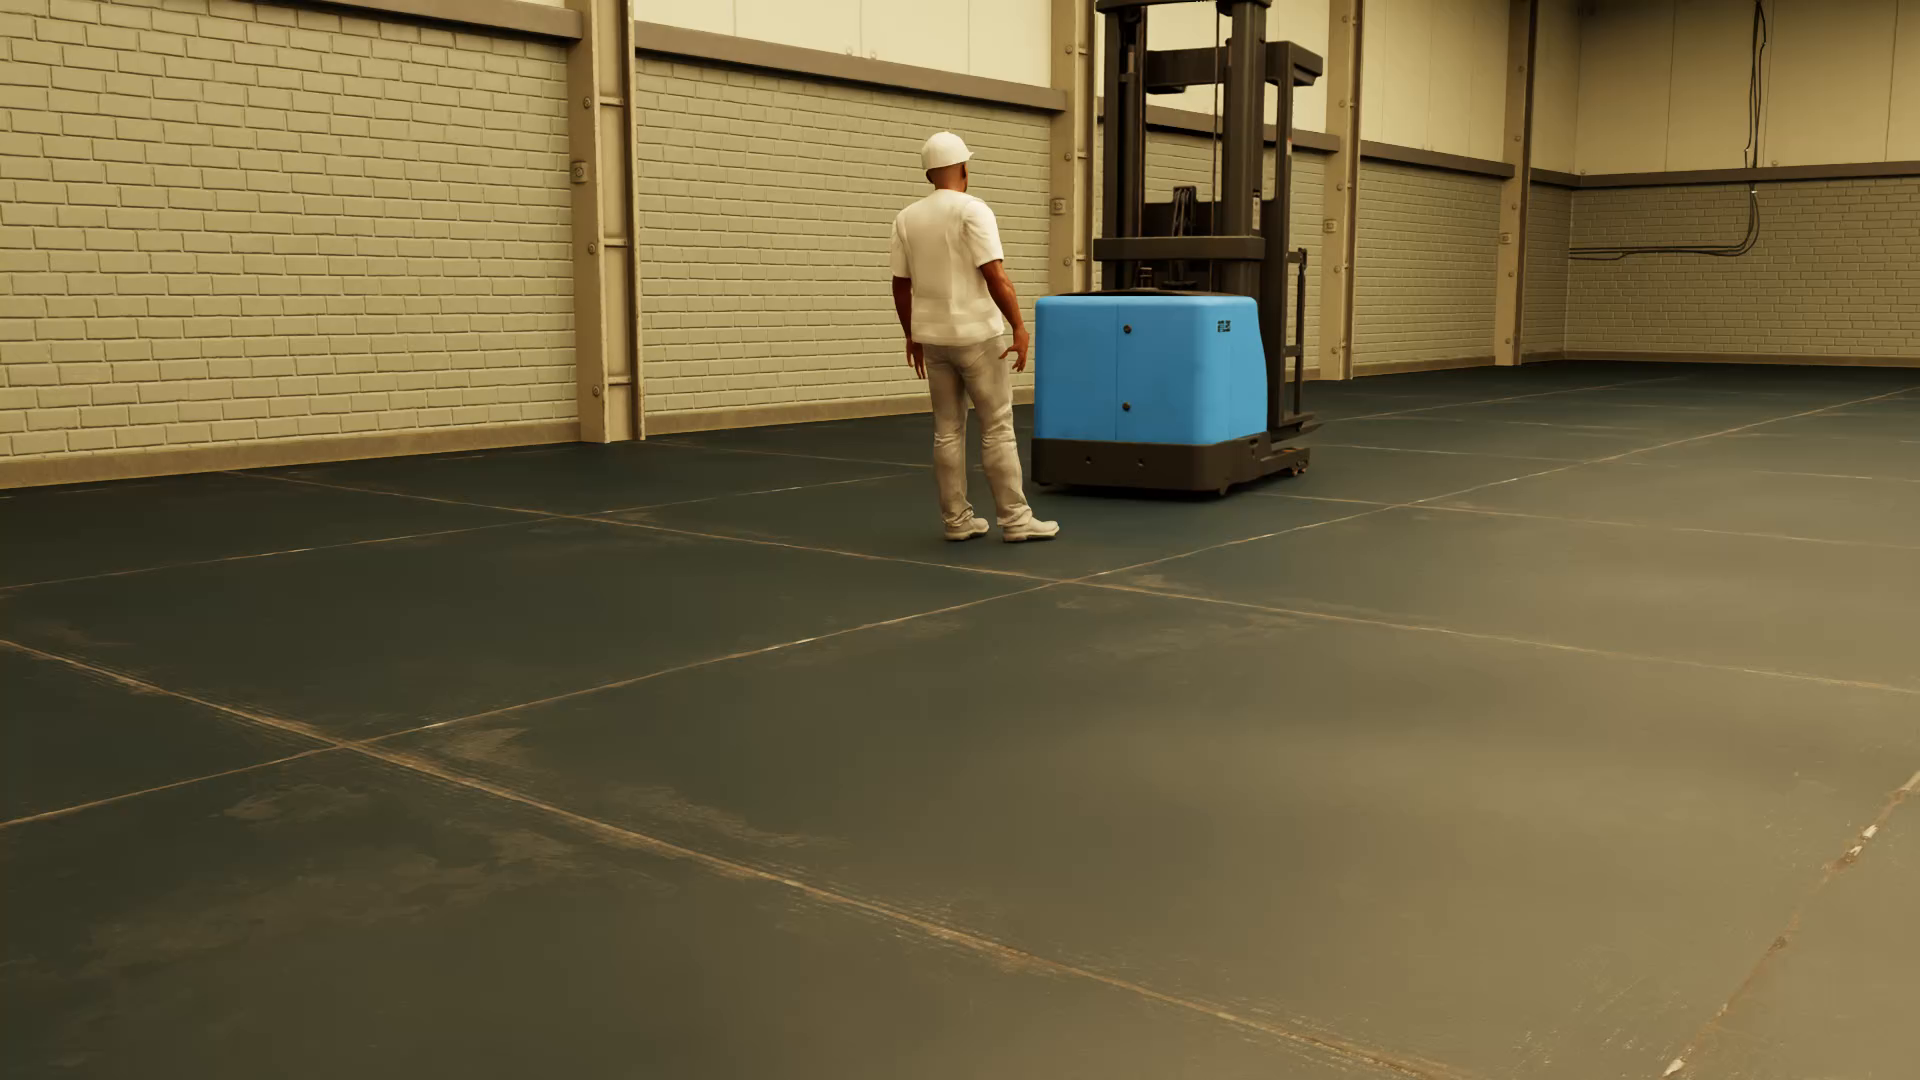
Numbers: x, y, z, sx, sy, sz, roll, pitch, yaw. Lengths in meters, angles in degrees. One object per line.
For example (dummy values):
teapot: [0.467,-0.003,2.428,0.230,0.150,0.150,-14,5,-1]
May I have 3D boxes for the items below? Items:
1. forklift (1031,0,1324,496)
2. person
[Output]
forklift: [1.502,-1.858,9.980,1.130,2.935,3.031,4,9,26]
person: [0.048,-0.888,7.327,0.666,1.768,0.575,7,11,38]
